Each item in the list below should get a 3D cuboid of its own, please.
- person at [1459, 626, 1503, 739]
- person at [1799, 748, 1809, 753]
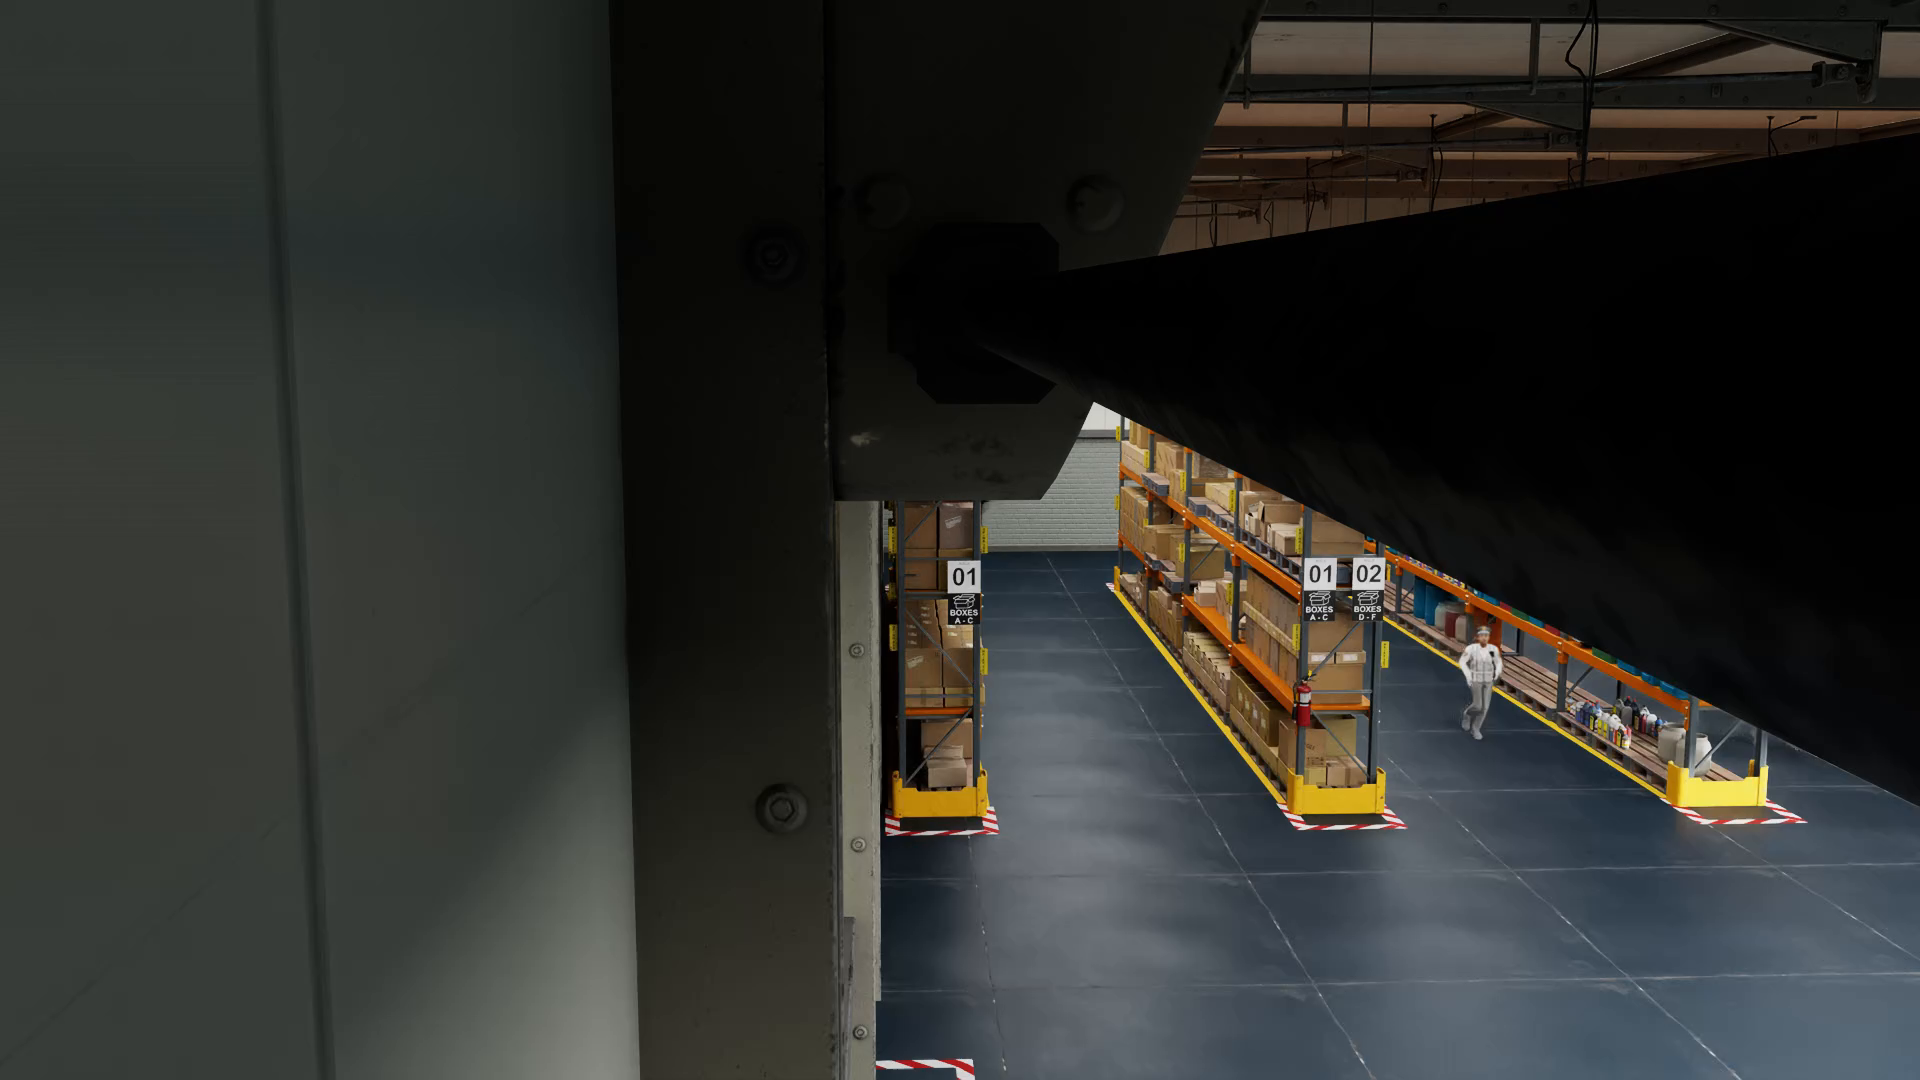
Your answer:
[{"bbox_3d":[7.572,2.058,24.104,0.604,1.668,0.567,0,8,2],"label":"person"},{"bbox_3d":[12.012,2.250,22.800,0.744,1.715,1.058,-6,10,-36],"label":"person"}]
